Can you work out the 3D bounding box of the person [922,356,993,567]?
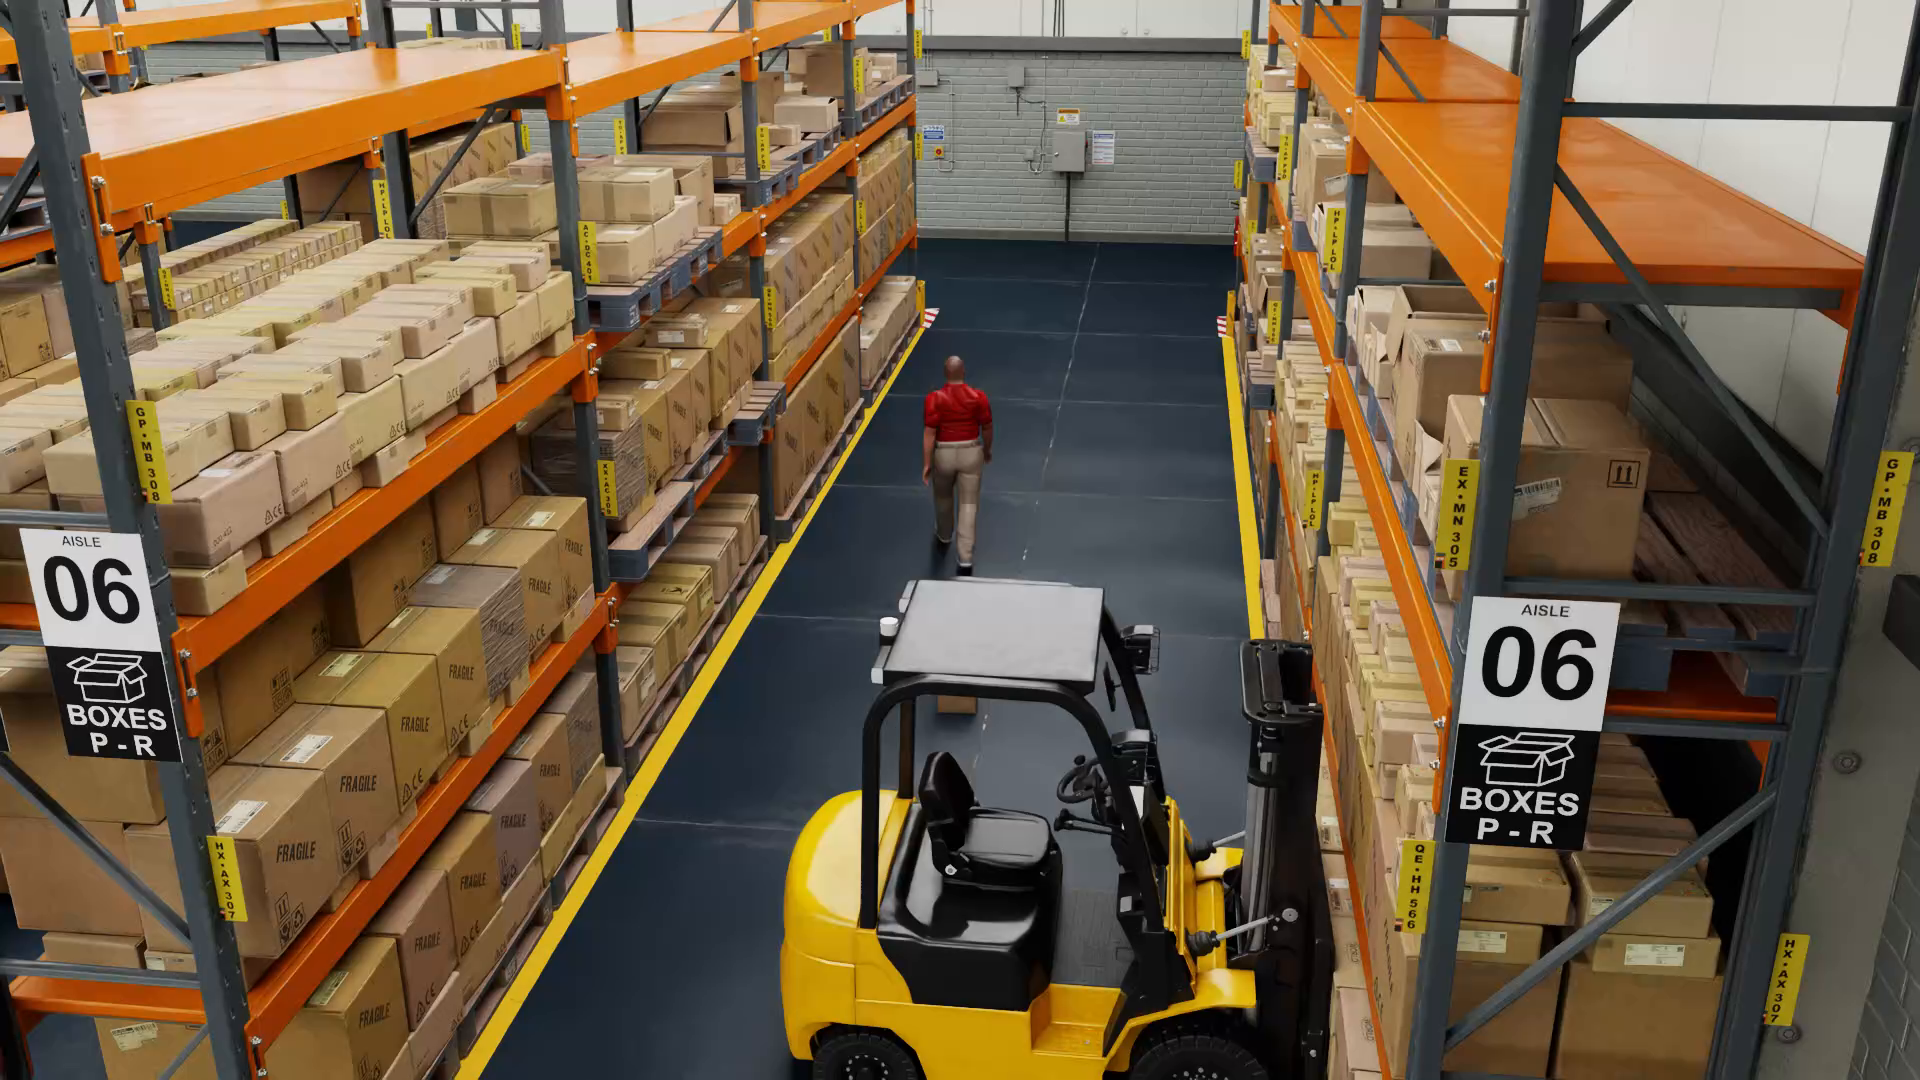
[{"bbox_3d":[-0.017,-0.680,13.298,0.565,1.670,1.039,0,21,0],"label":"person"}]
